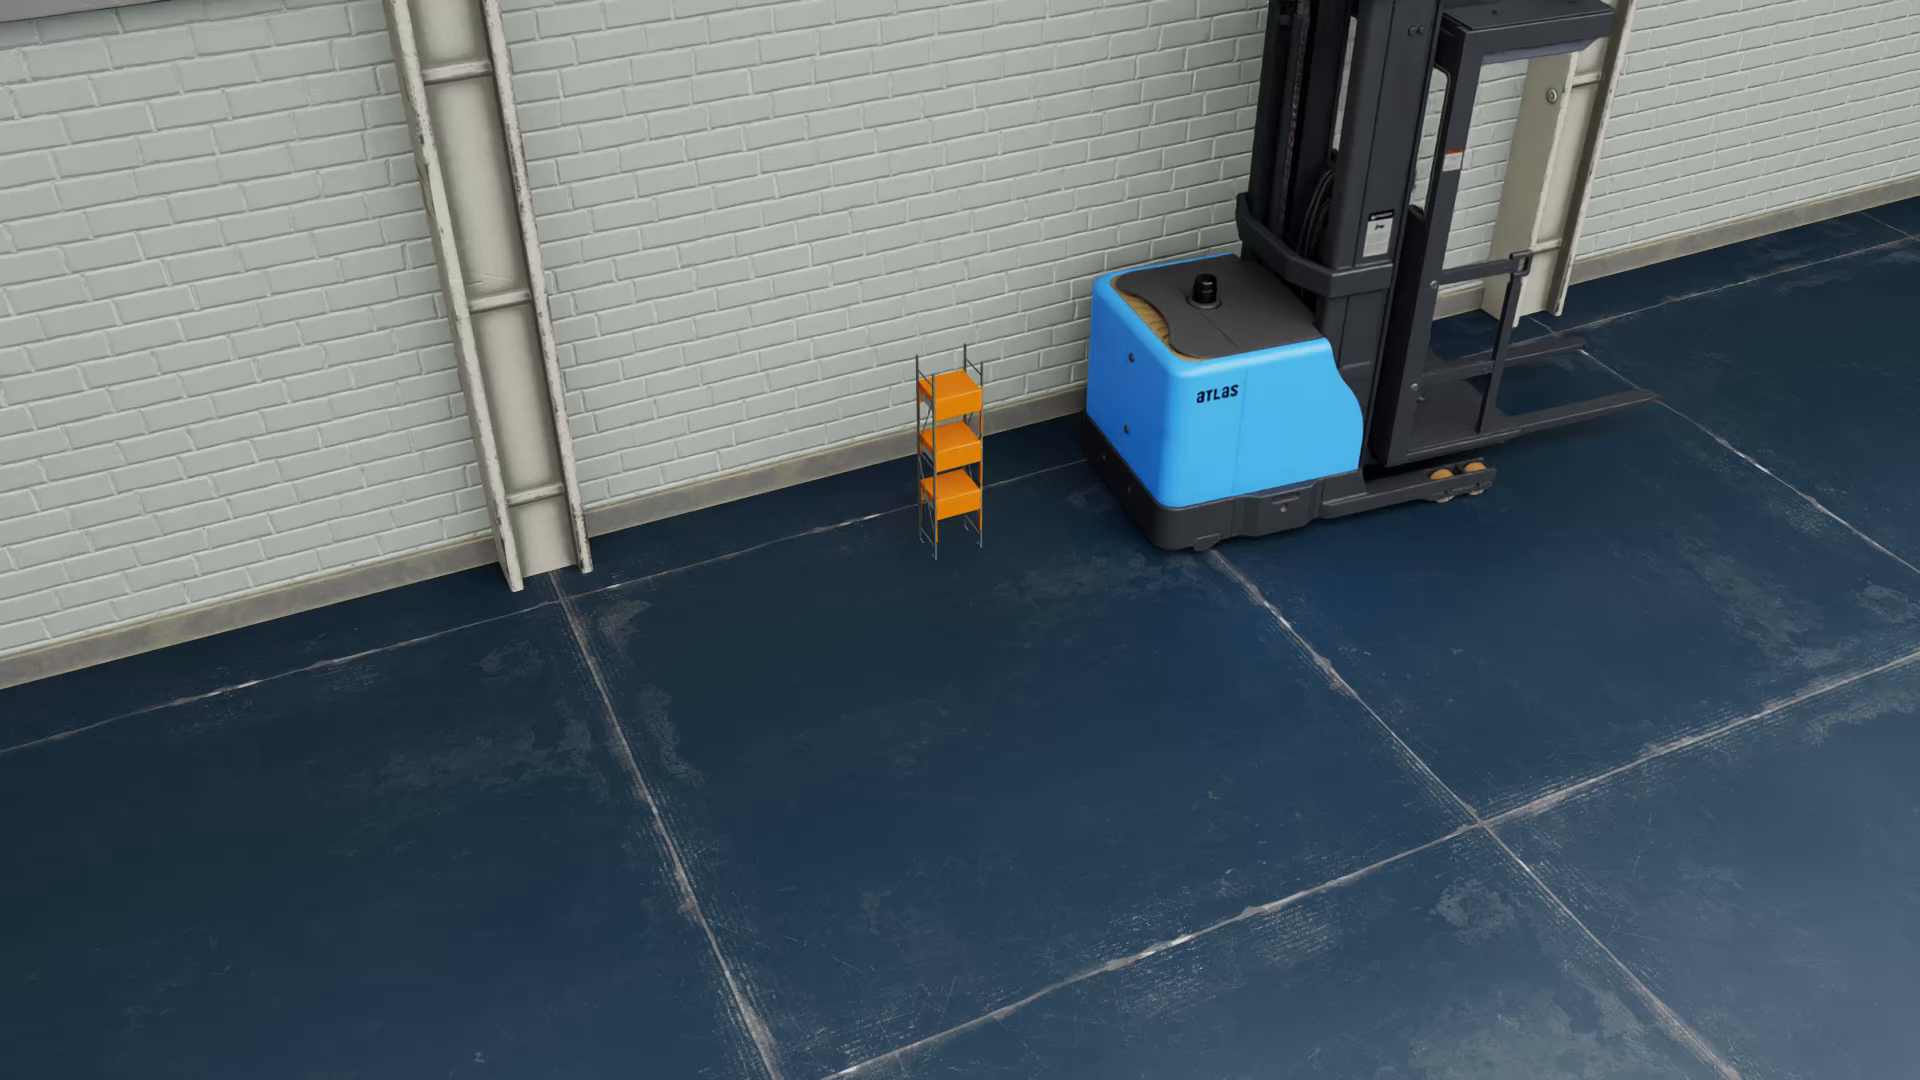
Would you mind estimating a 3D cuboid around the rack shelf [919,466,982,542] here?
[{"bbox_3d":[-0.048,-0.176,8.091,0.240,0.259,0.215,-16,39,-20],"label":"rack shelf"}]

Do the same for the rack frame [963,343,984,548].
[{"bbox_3d":[0.062,-0.439,7.961,0.008,1.050,0.200,-16,39,-20],"label":"rack frame"}]

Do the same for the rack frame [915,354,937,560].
[{"bbox_3d":[-0.159,-0.377,7.877,0.008,1.050,0.200,-16,39,-20],"label":"rack frame"}]

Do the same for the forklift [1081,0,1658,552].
[{"bbox_3d":[2.213,-1.654,8.019,3.031,2.935,1.130,-12,38,-16],"label":"forklift"}]

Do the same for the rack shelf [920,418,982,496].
[{"bbox_3d":[-0.048,-0.400,7.925,0.240,0.259,0.215,-16,39,-20],"label":"rack shelf"}]

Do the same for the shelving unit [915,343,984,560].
[{"bbox_3d":[-0.048,-0.408,7.919,0.252,1.050,0.215,-16,39,-20],"label":"shelving unit"}]

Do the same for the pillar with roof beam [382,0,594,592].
[{"bbox_3d":[-0.189,-1.177,2.283,0.400,9.000,9.100,-16,39,-20],"label":"pillar with roof beam"}]

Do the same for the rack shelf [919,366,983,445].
[{"bbox_3d":[-0.048,-0.628,7.756,0.240,0.259,0.215,-16,39,-20],"label":"rack shelf"}]

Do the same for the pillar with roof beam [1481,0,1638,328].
[{"bbox_3d":[5.242,-2.696,4.331,0.400,9.000,9.100,-16,39,-20],"label":"pillar with roof beam"}]
